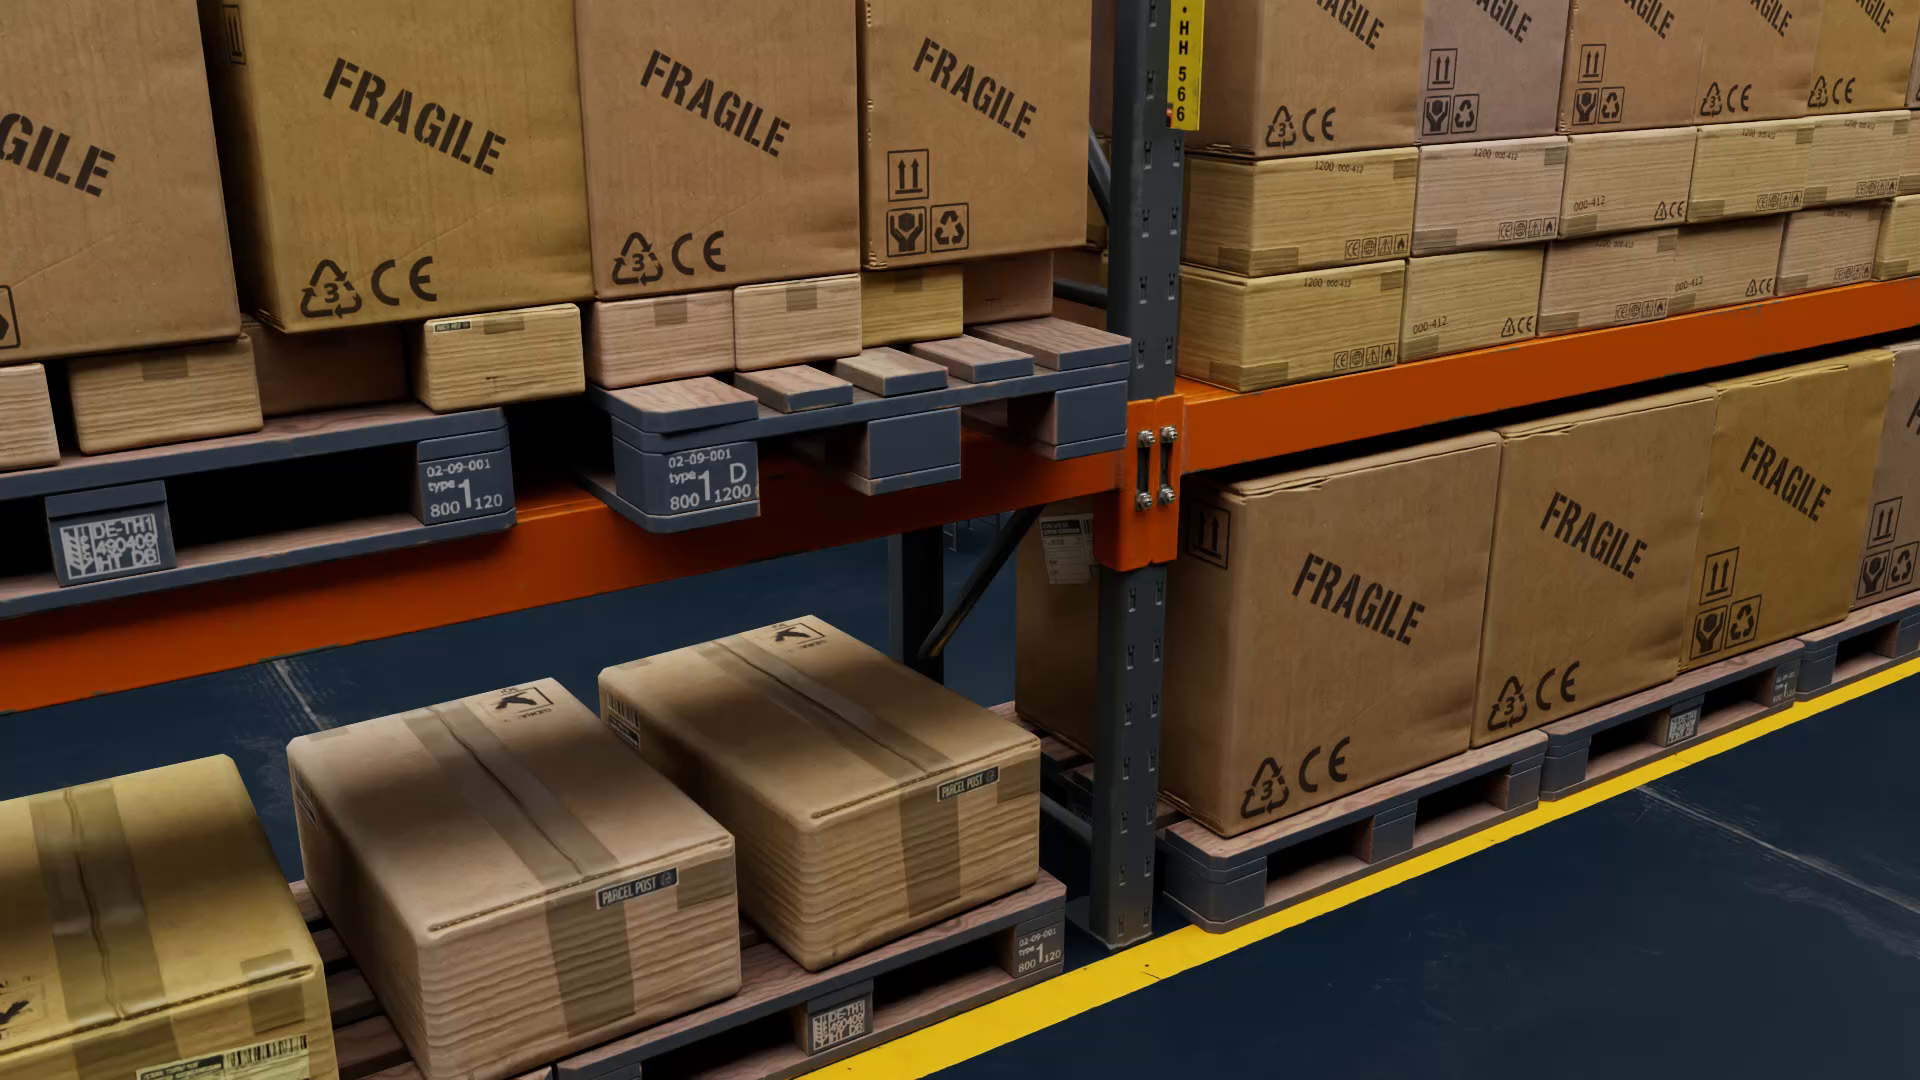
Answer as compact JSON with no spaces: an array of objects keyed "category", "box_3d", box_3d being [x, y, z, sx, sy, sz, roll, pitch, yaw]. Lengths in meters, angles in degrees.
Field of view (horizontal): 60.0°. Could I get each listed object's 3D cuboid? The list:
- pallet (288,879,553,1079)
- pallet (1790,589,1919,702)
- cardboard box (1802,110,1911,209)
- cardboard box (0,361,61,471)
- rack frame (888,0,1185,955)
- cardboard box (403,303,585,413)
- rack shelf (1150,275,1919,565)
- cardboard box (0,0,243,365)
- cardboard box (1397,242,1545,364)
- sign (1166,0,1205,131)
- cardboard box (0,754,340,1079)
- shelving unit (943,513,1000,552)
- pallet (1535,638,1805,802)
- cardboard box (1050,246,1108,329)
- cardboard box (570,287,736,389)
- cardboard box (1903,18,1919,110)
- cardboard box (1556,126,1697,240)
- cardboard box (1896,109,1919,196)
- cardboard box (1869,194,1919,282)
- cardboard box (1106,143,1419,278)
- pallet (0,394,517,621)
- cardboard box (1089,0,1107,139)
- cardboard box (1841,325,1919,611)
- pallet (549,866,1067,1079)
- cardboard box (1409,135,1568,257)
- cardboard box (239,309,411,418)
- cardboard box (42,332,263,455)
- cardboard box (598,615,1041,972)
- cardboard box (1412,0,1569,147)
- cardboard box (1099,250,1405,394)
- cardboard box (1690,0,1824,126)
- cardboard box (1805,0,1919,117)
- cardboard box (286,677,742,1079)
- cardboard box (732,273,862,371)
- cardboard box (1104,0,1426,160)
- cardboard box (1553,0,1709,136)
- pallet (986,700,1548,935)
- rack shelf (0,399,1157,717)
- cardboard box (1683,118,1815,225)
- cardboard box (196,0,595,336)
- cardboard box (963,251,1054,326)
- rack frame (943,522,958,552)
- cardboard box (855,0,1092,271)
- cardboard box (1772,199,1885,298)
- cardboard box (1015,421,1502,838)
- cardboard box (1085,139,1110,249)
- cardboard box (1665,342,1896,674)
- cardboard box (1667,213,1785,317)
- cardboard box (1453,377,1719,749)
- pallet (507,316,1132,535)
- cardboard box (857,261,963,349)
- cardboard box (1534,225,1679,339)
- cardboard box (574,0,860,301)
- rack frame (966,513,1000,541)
[{"category":"pallet","box_3d":[-1.541,1.074,3.237,1.213,0.211,1.003,-12,22,-31]},{"category":"pallet","box_3d":[2.868,0.175,5.898,1.213,0.211,1.003,-12,22,-31]},{"category":"cardboard box","box_3d":[2.394,-1.142,4.894,0.500,0.250,0.500,-11,22,-30]},{"category":"cardboard box","box_3d":[-1.471,-0.208,2.413,0.250,0.149,0.380,-11,22,-29]},{"category":"rack frame","box_3d":[0.130,-0.598,3.829,0.127,3.000,1.000,-12,22,-31]},{"category":"cardboard box","box_3d":[-0.821,-0.339,2.802,0.250,0.149,0.380,-11,22,-30]},{"category":"rack shelf","box_3d":[1.801,-0.609,4.986,4.000,0.370,1.077,-12,22,-31]},{"category":"cardboard box","box_3d":[-1.399,-0.551,2.415,0.500,0.500,0.500,-13,23,-34]},{"category":"cardboard box","box_3d":[1.097,-0.641,4.190,0.500,0.250,0.500,-13,22,-33]},{"category":"sign","box_3d":[0.437,-0.965,3.231,0.005,0.325,0.100,-12,22,-31]},{"category":"cardboard box","box_3d":[-1.595,0.809,3.114,0.625,0.372,0.950,-11,22,-30]},{"category":"shelving unit","box_3d":[0.007,-0.428,6.605,0.210,0.900,0.258,-12,22,-31]},{"category":"pallet","box_3d":[1.848,0.391,5.258,1.213,0.211,1.003,-12,22,-31]},{"category":"cardboard box","box_3d":[0.410,-0.685,4.322,0.500,0.250,0.500,-13,23,-33]},{"category":"cardboard box","box_3d":[-0.598,-0.392,2.956,0.250,0.149,0.380,-13,23,-34]},{"category":"cardboard box","box_3d":[2.808,-1.584,5.030,0.500,0.500,0.500,-11,22,-30]},{"category":"cardboard box","box_3d":[1.545,-0.962,4.359,0.500,0.250,0.500,-12,22,-32]},{"category":"cardboard box","box_3d":[2.823,-1.235,5.168,0.500,0.250,0.500,-11,22,-30]},{"category":"cardboard box","box_3d":[2.809,-0.995,5.239,0.500,0.250,0.500,-12,22,-32]},{"category":"cardboard box","box_3d":[0.689,-0.786,3.841,0.500,0.250,0.500,-12,22,-32]},{"category":"pallet","box_3d":[-1.500,-0.147,2.796,1.213,0.211,1.003,-12,22,-31]},{"category":"cardboard box","box_3d":[0.418,-1.280,4.129,0.500,0.500,0.500,-13,22,-33]},{"category":"cardboard box","box_3d":[2.997,-0.364,5.799,0.875,0.875,0.875,-11,22,-30]},{"category":"pallet","box_3d":[-0.523,0.861,3.869,1.213,0.211,1.003,-12,22,-31]},{"category":"cardboard box","box_3d":[1.122,-0.877,4.110,0.500,0.250,0.500,-11,22,-30]},{"category":"cardboard box","box_3d":[-1.100,-0.329,2.770,0.250,0.149,0.380,-12,22,-31]},{"category":"cardboard box","box_3d":[-1.264,-0.263,2.575,0.250,0.149,0.380,-13,22,-33]},{"category":"cardboard box","box_3d":[-0.347,0.545,3.896,0.625,0.372,0.950,-14,23,-35]},{"category":"cardboard box","box_3d":[1.086,-1.230,3.982,0.500,0.500,0.500,-12,22,-31]},{"category":"cardboard box","box_3d":[0.678,-0.545,3.909,0.500,0.250,0.500,-12,22,-32]},{"category":"cardboard box","box_3d":[1.950,-1.405,4.500,0.500,0.500,0.500,-12,22,-31]},{"category":"cardboard box","box_3d":[2.374,-1.500,4.781,0.500,0.500,0.500,-11,22,-30]},{"category":"cardboard box","box_3d":[-0.959,0.677,3.505,0.625,0.372,0.950,-12,22,-32]},{"category":"cardboard box","box_3d":[-0.384,-0.434,3.081,0.250,0.149,0.380,-12,22,-32]},{"category":"cardboard box","box_3d":[0.677,-1.140,3.716,0.500,0.500,0.500,-13,22,-33]},{"category":"cardboard box","box_3d":[1.526,-1.317,4.239,0.500,0.500,0.500,-11,22,-30]},{"category":"pallet","box_3d":[0.830,0.605,4.626,1.213,0.211,1.003,-12,22,-31]},{"category":"rack shelf","box_3d":[-1.540,0.096,2.902,4.000,0.370,1.077,-12,22,-31]},{"category":"cardboard box","box_3d":[1.976,-1.048,4.613,0.500,0.250,0.500,-11,22,-30]},{"category":"cardboard box","box_3d":[-0.943,-0.647,2.699,0.500,0.500,0.500,-14,23,-35]},{"category":"cardboard box","box_3d":[-0.014,-0.557,3.445,0.250,0.149,0.380,-11,22,-29]},{"category":"rack frame","box_3d":[-0.078,-0.410,6.552,0.006,0.900,0.240,-12,22,-31]},{"category":"cardboard box","box_3d":[-0.096,-0.830,3.241,0.500,0.500,0.500,-13,22,-33]},{"category":"cardboard box","box_3d":[2.377,-0.911,4.991,0.500,0.250,0.500,-13,22,-33]},{"category":"cardboard box","box_3d":[0.753,0.111,4.396,0.875,0.875,0.875,-12,22,-32]},{"category":"cardboard box","box_3d":[0.395,-0.917,4.226,0.500,0.250,0.500,-12,22,-32]},{"category":"cardboard box","box_3d":[2.247,-0.203,5.323,0.875,0.875,0.875,-11,22,-30]},{"category":"cardboard box","box_3d":[1.948,-0.819,4.719,0.500,0.250,0.500,-12,22,-31]},{"category":"cardboard box","box_3d":[1.500,-0.045,4.857,0.875,0.875,0.875,-12,22,-31]},{"category":"pallet","box_3d":[-0.406,-0.353,3.404,1.003,0.211,1.213,-12,22,-31]},{"category":"cardboard box","box_3d":[-0.198,-0.490,3.248,0.250,0.149,0.380,-12,22,-31]},{"category":"cardboard box","box_3d":[1.538,-0.731,4.459,0.500,0.250,0.500,-11,22,-30]},{"category":"cardboard box","box_3d":[-0.522,-0.736,2.963,0.500,0.500,0.500,-12,22,-32]},{"category":"rack frame","box_3d":[0.092,-0.446,6.658,0.006,0.900,0.240,-12,22,-31]}]
